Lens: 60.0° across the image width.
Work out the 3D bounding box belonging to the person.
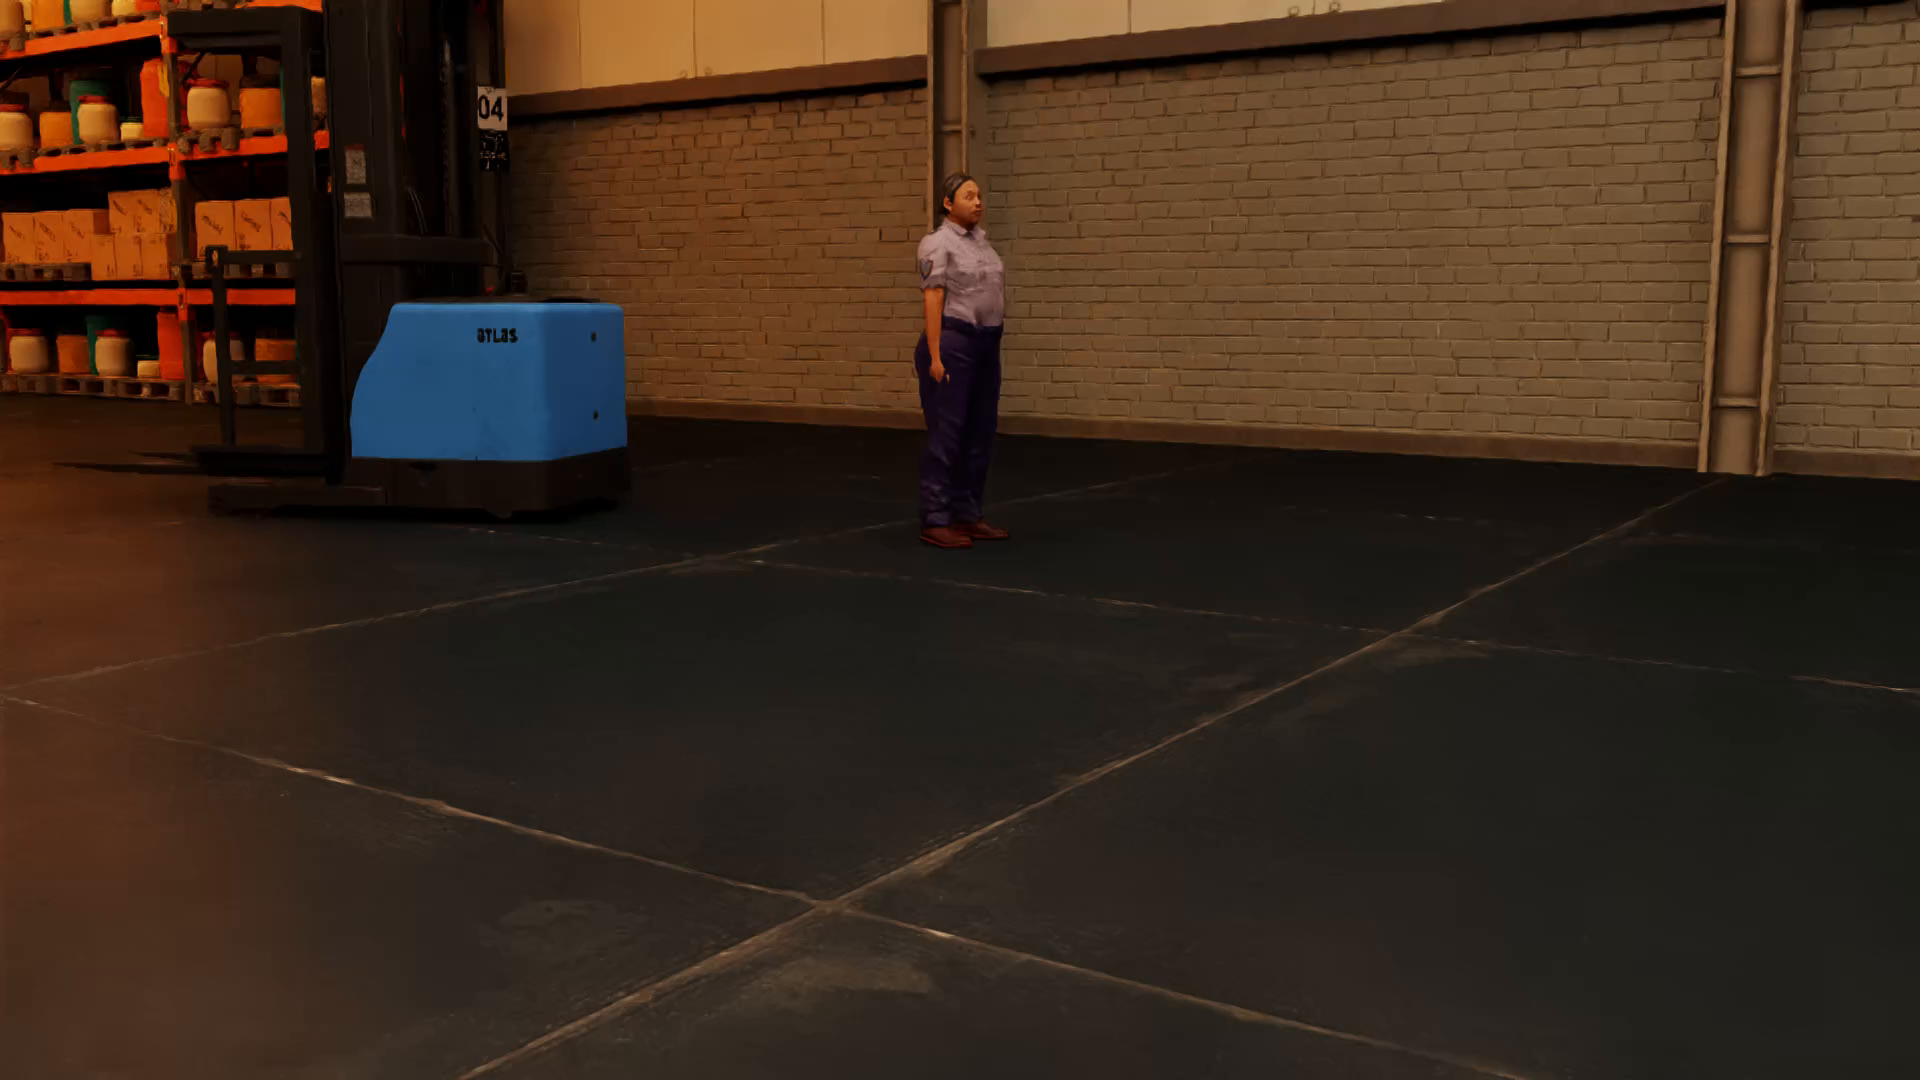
[{"bbox_3d":[0.008,-0.805,7.474,0.349,1.639,0.480,5,10,34],"label":"person"}]

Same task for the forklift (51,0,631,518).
[{"bbox_3d":[-3.357,-1.643,8.748,3.031,2.935,1.130,2,8,14],"label":"forklift"}]
